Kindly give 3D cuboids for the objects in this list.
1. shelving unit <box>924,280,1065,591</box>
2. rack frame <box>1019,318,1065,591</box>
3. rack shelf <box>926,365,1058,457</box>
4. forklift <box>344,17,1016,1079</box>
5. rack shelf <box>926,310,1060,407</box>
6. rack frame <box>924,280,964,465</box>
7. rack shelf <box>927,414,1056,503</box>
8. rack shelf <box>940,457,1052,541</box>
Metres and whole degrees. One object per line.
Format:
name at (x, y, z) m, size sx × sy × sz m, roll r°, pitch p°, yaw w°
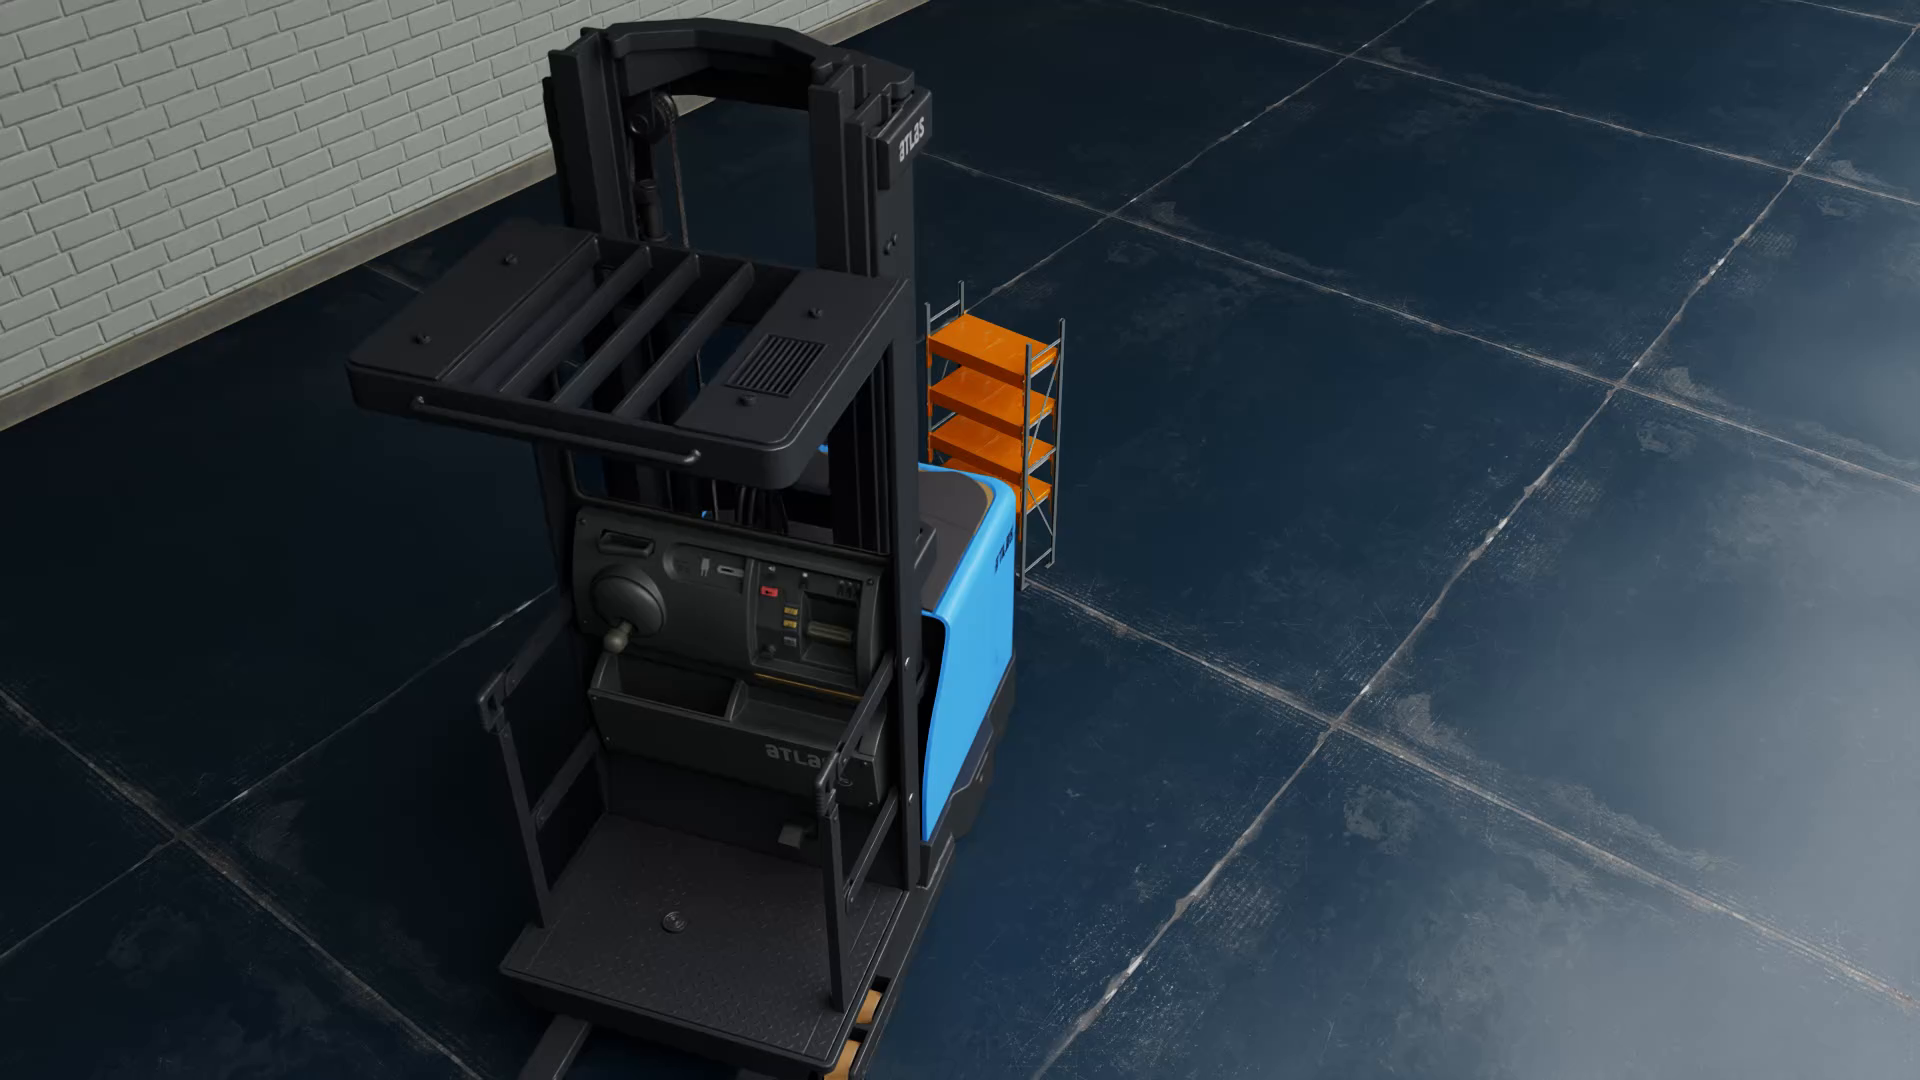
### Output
shelving unit at (0.131, -0.410, 6.801) m, size 0.503 × 1.200 × 0.258 m, roll 25°, pitch 45°, yaw 29°
rack frame at (0.325, -0.319, 6.684) m, size 0.015 × 1.200 × 0.240 m, roll 25°, pitch 45°, yaw 29°
rack shelf at (0.131, -0.534, 6.705) m, size 0.480 × 0.148 × 0.258 m, roll 25°, pitch 45°, yaw 29°
forklift at (-0.736, 0.252, 4.550) m, size 1.130 × 2.935 × 3.031 m, roll 11°, pitch 39°, yaw 14°
rack shelf at (0.131, -0.720, 6.559) m, size 0.480 × 0.148 × 0.258 m, roll 25°, pitch 45°, yaw 29°
rack frame at (-0.062, -0.502, 6.918) m, size 0.015 × 1.200 × 0.240 m, roll 25°, pitch 45°, yaw 29°
rack shelf at (0.131, -0.357, 6.842) m, size 0.480 × 0.148 × 0.258 m, roll 25°, pitch 45°, yaw 29°
rack shelf at (0.131, -0.201, 6.965) m, size 0.480 × 0.148 × 0.258 m, roll 25°, pitch 45°, yaw 29°
